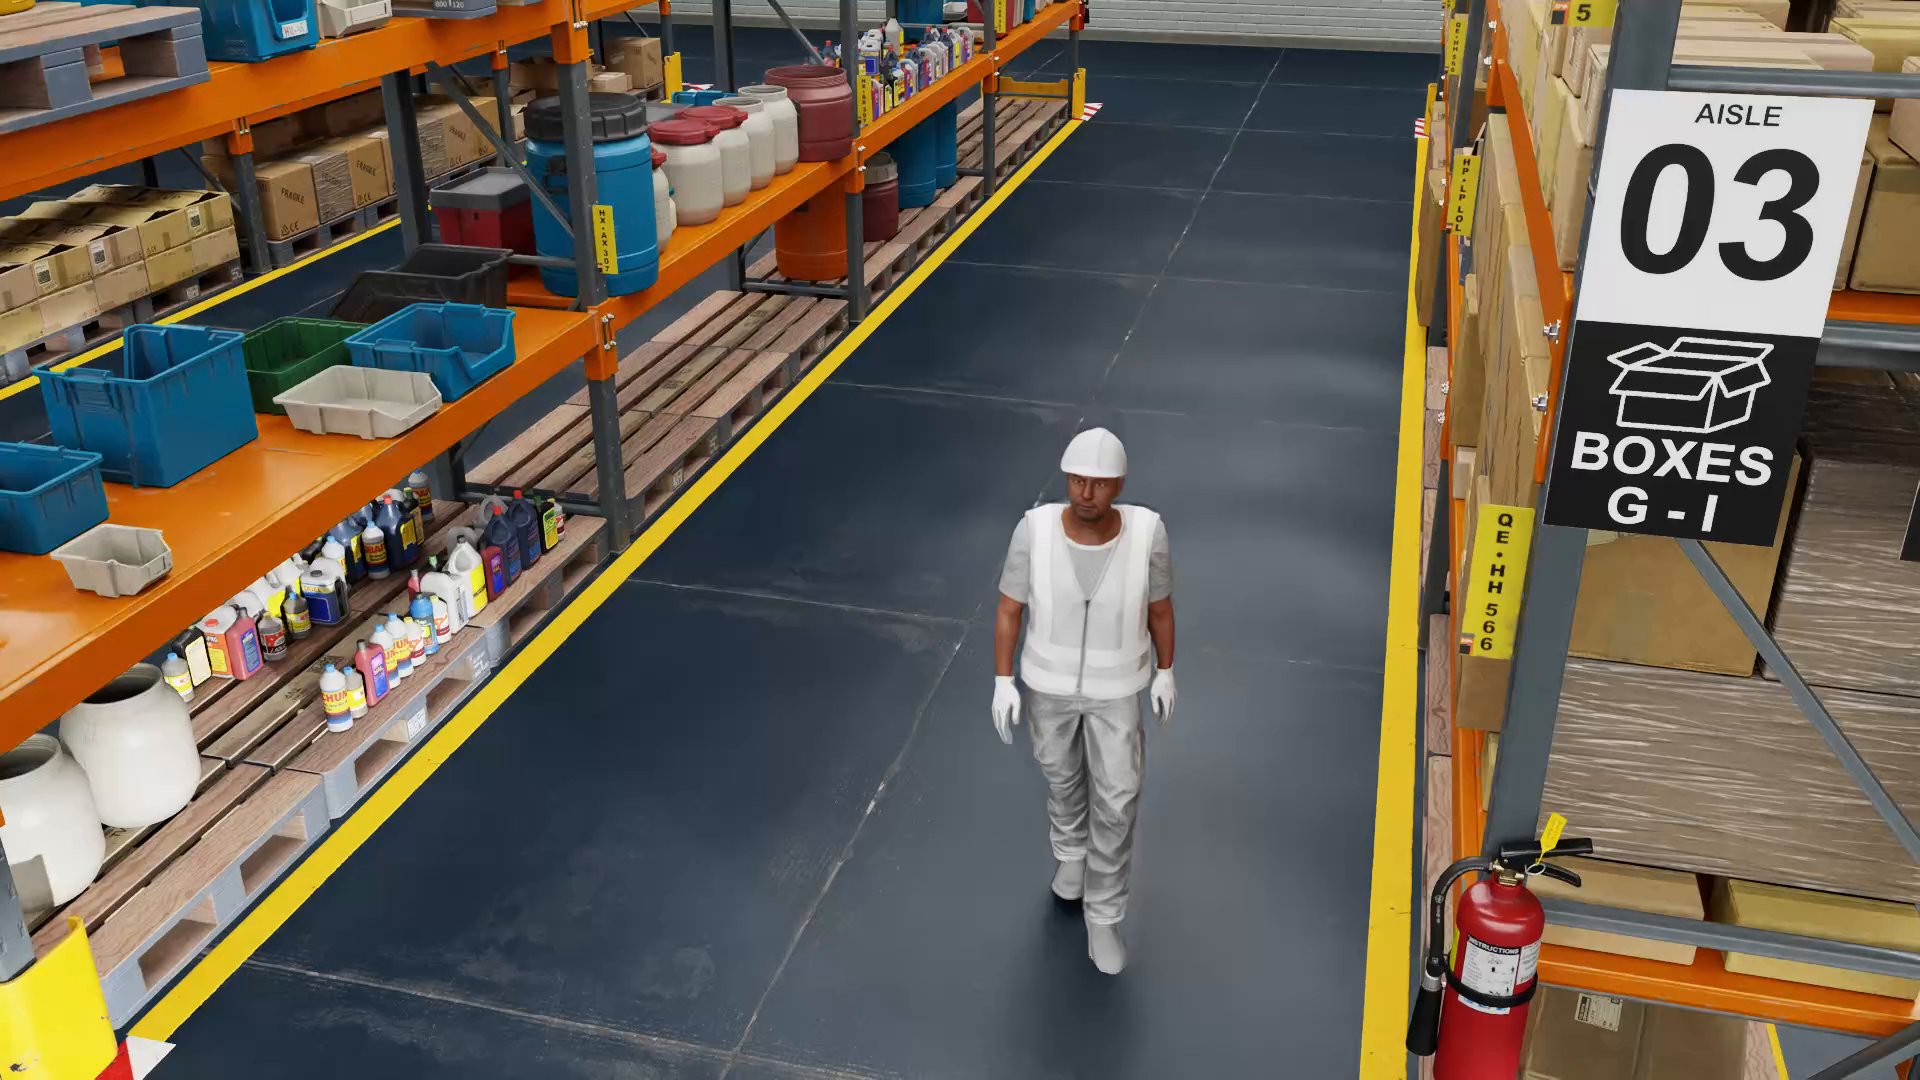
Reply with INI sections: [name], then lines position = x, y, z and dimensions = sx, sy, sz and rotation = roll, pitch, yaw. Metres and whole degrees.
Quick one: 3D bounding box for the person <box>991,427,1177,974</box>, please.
[person]
position = 0.407, 0.525, 5.490
dimensions = 0.603, 1.847, 0.611
rotation = 4, 25, 9
